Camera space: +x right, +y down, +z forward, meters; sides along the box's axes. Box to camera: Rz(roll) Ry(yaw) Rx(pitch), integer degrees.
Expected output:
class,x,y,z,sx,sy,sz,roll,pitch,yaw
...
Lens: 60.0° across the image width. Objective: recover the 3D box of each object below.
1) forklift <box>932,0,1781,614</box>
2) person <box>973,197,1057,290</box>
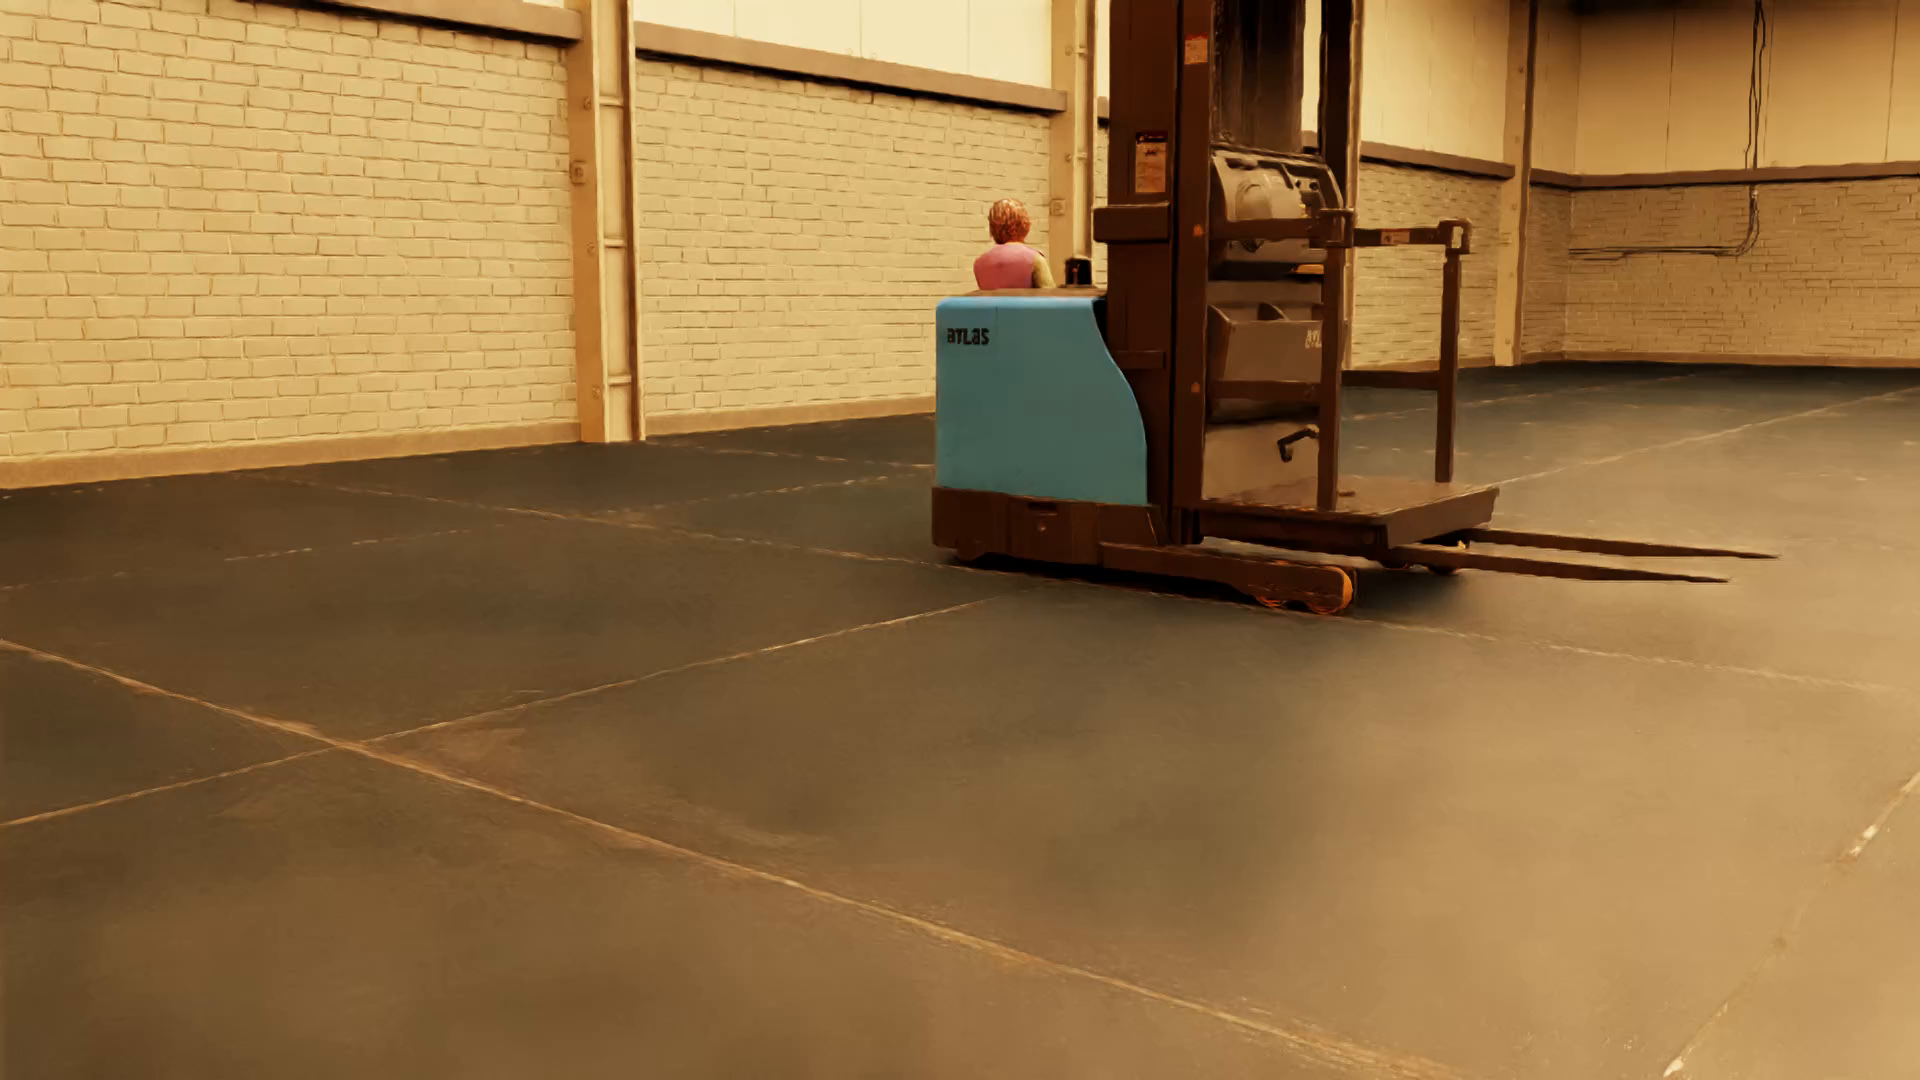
class,x,y,z,sx,sy,sz,roll,pitch,yaw
forklift,1.353,-1.283,6.053,3.031,2.935,1.130,7,11,38
person,0.334,-0.811,7.705,0.547,1.523,0.814,4,9,24
